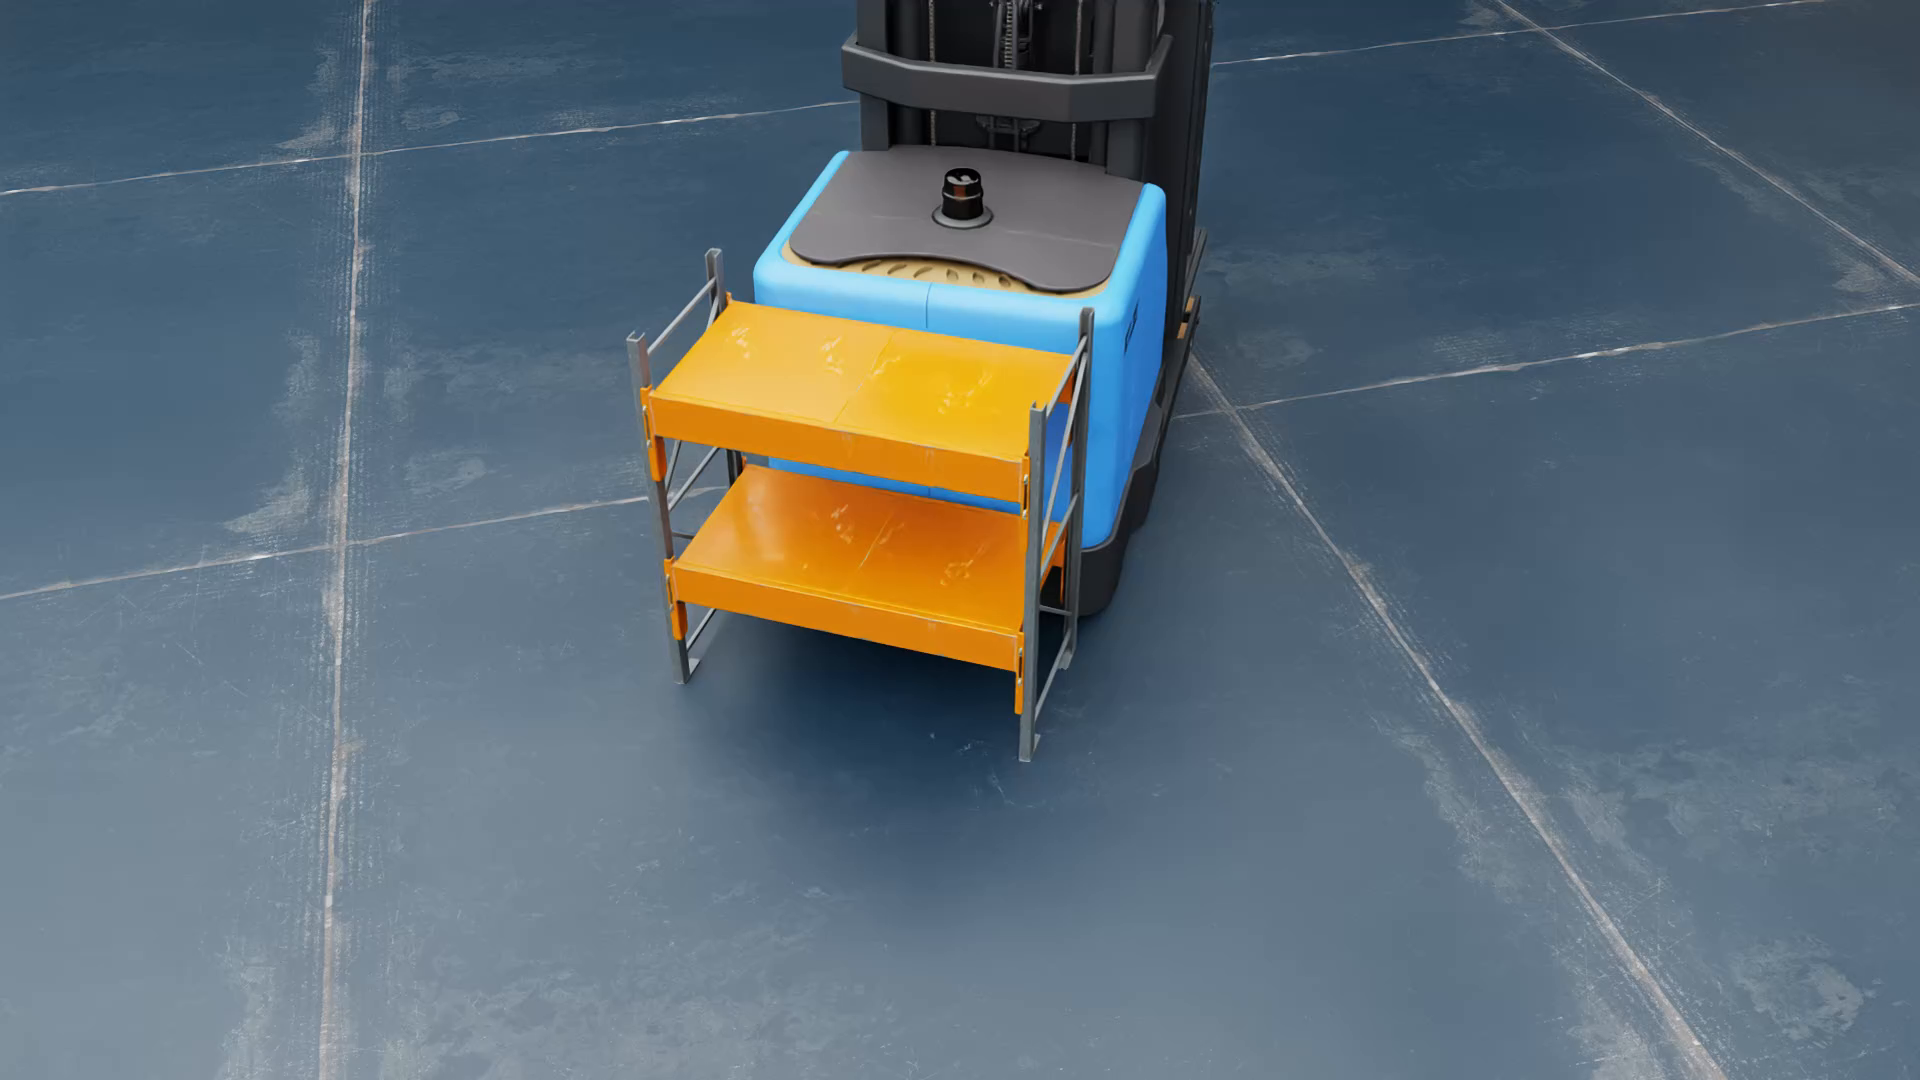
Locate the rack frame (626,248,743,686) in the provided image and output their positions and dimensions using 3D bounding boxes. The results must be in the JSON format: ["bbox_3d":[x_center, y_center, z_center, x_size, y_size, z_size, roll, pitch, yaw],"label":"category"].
[{"bbox_3d":[-0.720,-0.181,4.560,0.032,1.125,0.500,11,39,14],"label":"rack frame"}]

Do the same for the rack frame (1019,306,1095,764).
[{"bbox_3d":[0.248,0.007,4.315,0.032,1.125,0.500,11,39,14],"label":"rack frame"}]

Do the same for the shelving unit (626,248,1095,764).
[{"bbox_3d":[-0.236,-0.087,4.438,1.048,1.125,0.538,11,39,14],"label":"shelving unit"}]

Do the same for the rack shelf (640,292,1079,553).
[{"bbox_3d":[-0.236,-0.319,4.260,1.000,0.278,0.538,11,39,14],"label":"rack shelf"}]

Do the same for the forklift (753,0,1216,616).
[{"bbox_3d":[0.279,-1.840,5.243,1.130,2.935,3.031,9,38,11],"label":"forklift"}]

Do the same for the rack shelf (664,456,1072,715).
[{"bbox_3d":[-0.236,0.107,4.586,1.000,0.278,0.538,11,39,14],"label":"rack shelf"}]
